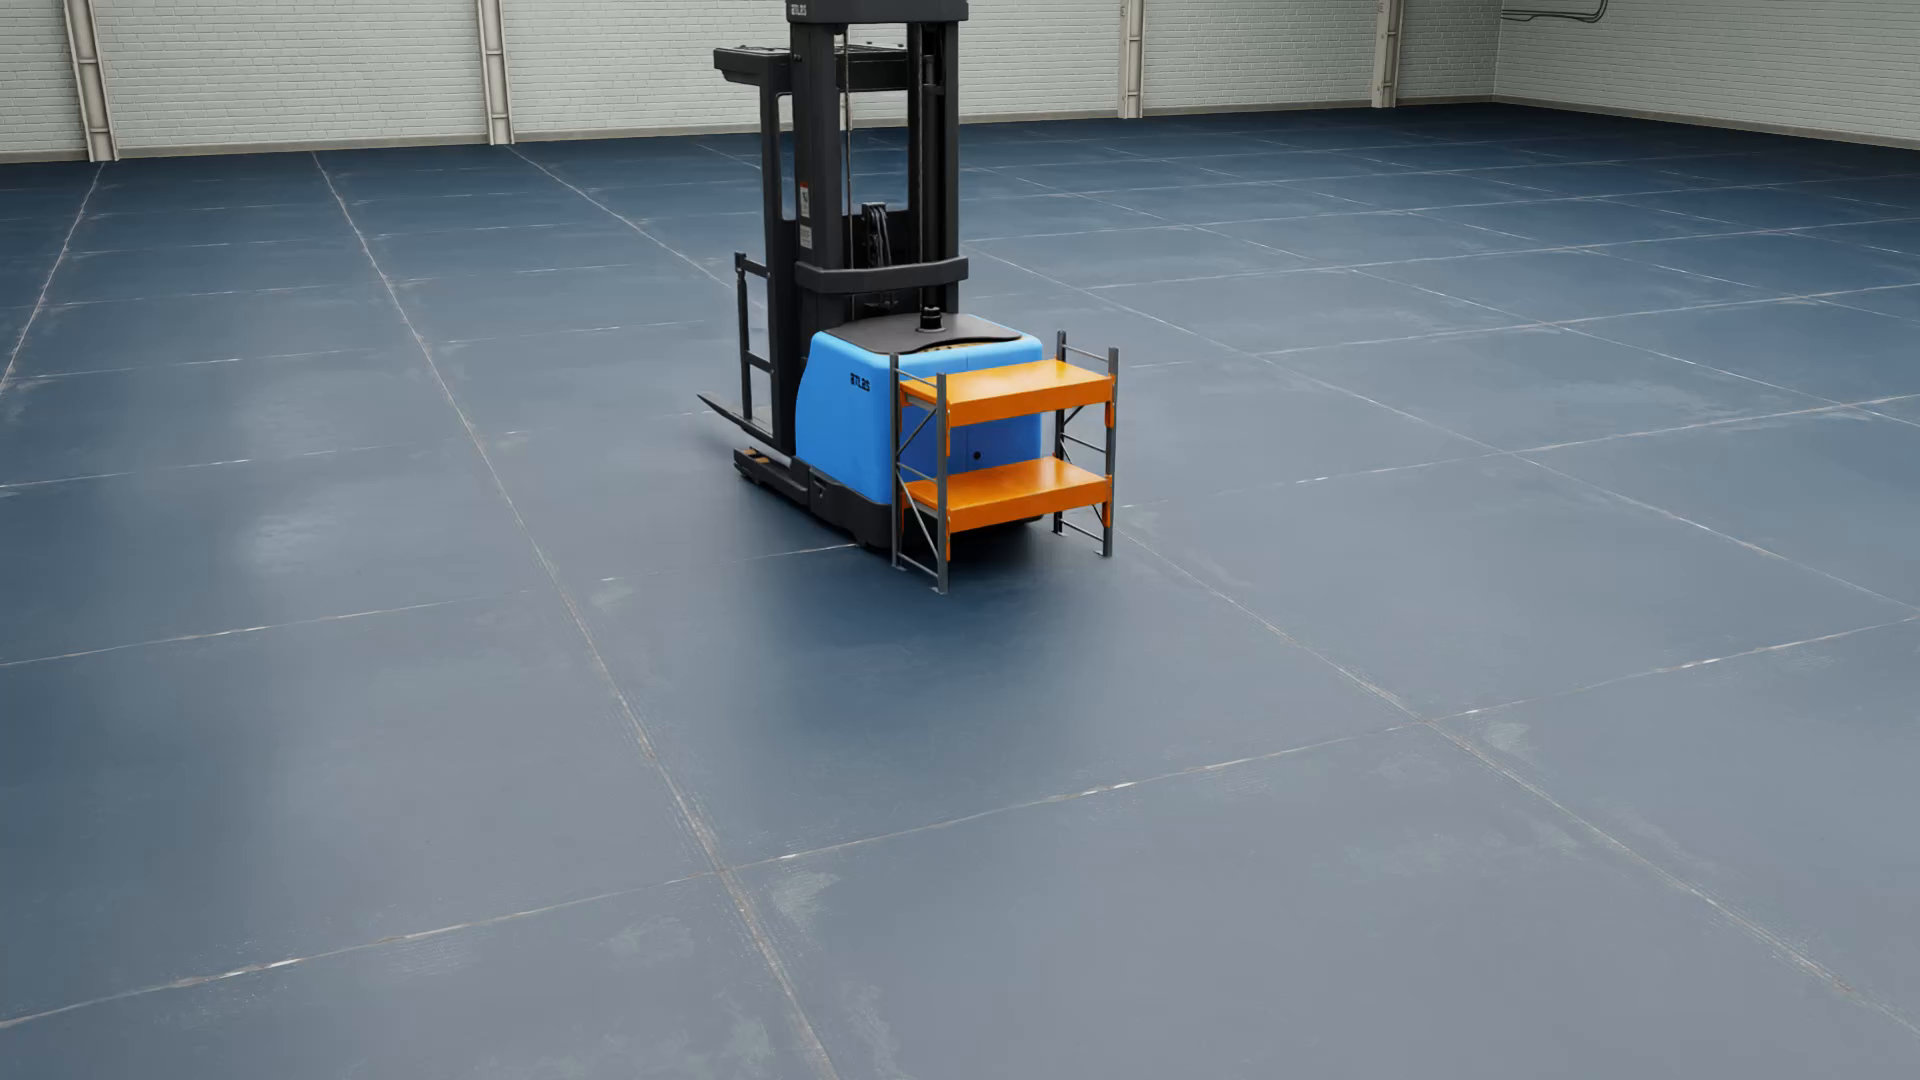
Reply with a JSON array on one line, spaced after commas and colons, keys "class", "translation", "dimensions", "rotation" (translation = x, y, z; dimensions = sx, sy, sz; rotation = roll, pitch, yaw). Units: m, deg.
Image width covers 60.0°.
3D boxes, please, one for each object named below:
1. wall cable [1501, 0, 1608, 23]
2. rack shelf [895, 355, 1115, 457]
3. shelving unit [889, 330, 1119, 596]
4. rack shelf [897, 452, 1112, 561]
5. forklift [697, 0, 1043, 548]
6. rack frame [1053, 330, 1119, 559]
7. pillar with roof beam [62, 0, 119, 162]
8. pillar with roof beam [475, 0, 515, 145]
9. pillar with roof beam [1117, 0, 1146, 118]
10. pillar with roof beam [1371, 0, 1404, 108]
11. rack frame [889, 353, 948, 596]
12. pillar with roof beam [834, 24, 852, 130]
[{"class": "wall cable", "translation": [12.046, -11.794, 33.645], "dimensions": [0.112, 2.526, 3.097], "rotation": [-8, 21, -22]}, {"class": "rack shelf", "translation": [0.225, -0.692, 8.413], "dimensions": [1.000, 0.278, 0.538], "rotation": [-12, 23, -30]}, {"class": "shelving unit", "translation": [0.225, -0.416, 8.510], "dimensions": [1.048, 1.125, 0.538], "rotation": [-12, 23, -30]}, {"class": "rack shelf", "translation": [0.225, -0.186, 8.592], "dimensions": [1.000, 0.278, 0.538], "rotation": [-12, 23, -30]}, {"class": "forklift", "translation": [-0.717, -1.781, 9.666], "dimensions": [1.130, 2.935, 3.031], "rotation": [-11, 22, -28]}, {"class": "rack frame", "translation": [0.656, -0.505, 8.764], "dimensions": [0.032, 1.125, 0.500], "rotation": [-12, 23, -30]}, {"class": "pillar with roof beam", "translation": [-11.514, -8.805, 20.478], "dimensions": [0.400, 9.000, 9.100], "rotation": [-8, 21, -22]}, {"class": "pillar with roof beam", "translation": [-6.005, -9.594, 22.720], "dimensions": [0.400, 9.000, 9.100], "rotation": [-8, 21, -22]}, {"class": "pillar with roof beam", "translation": [5.014, -11.173, 27.204], "dimensions": [0.400, 9.000, 9.100], "rotation": [-8, 21, -22]}, {"class": "pillar with roof beam", "translation": [10.523, -11.962, 29.445], "dimensions": [0.400, 9.000, 9.100], "rotation": [-8, 21, -22]}, {"class": "rack frame", "translation": [-0.207, -0.327, 8.257], "dimensions": [0.032, 1.125, 0.500], "rotation": [-12, 23, -30]}, {"class": "pillar with roof beam", "translation": [-0.496, -10.383, 24.962], "dimensions": [0.400, 9.000, 9.100], "rotation": [-8, 21, -22]}]
